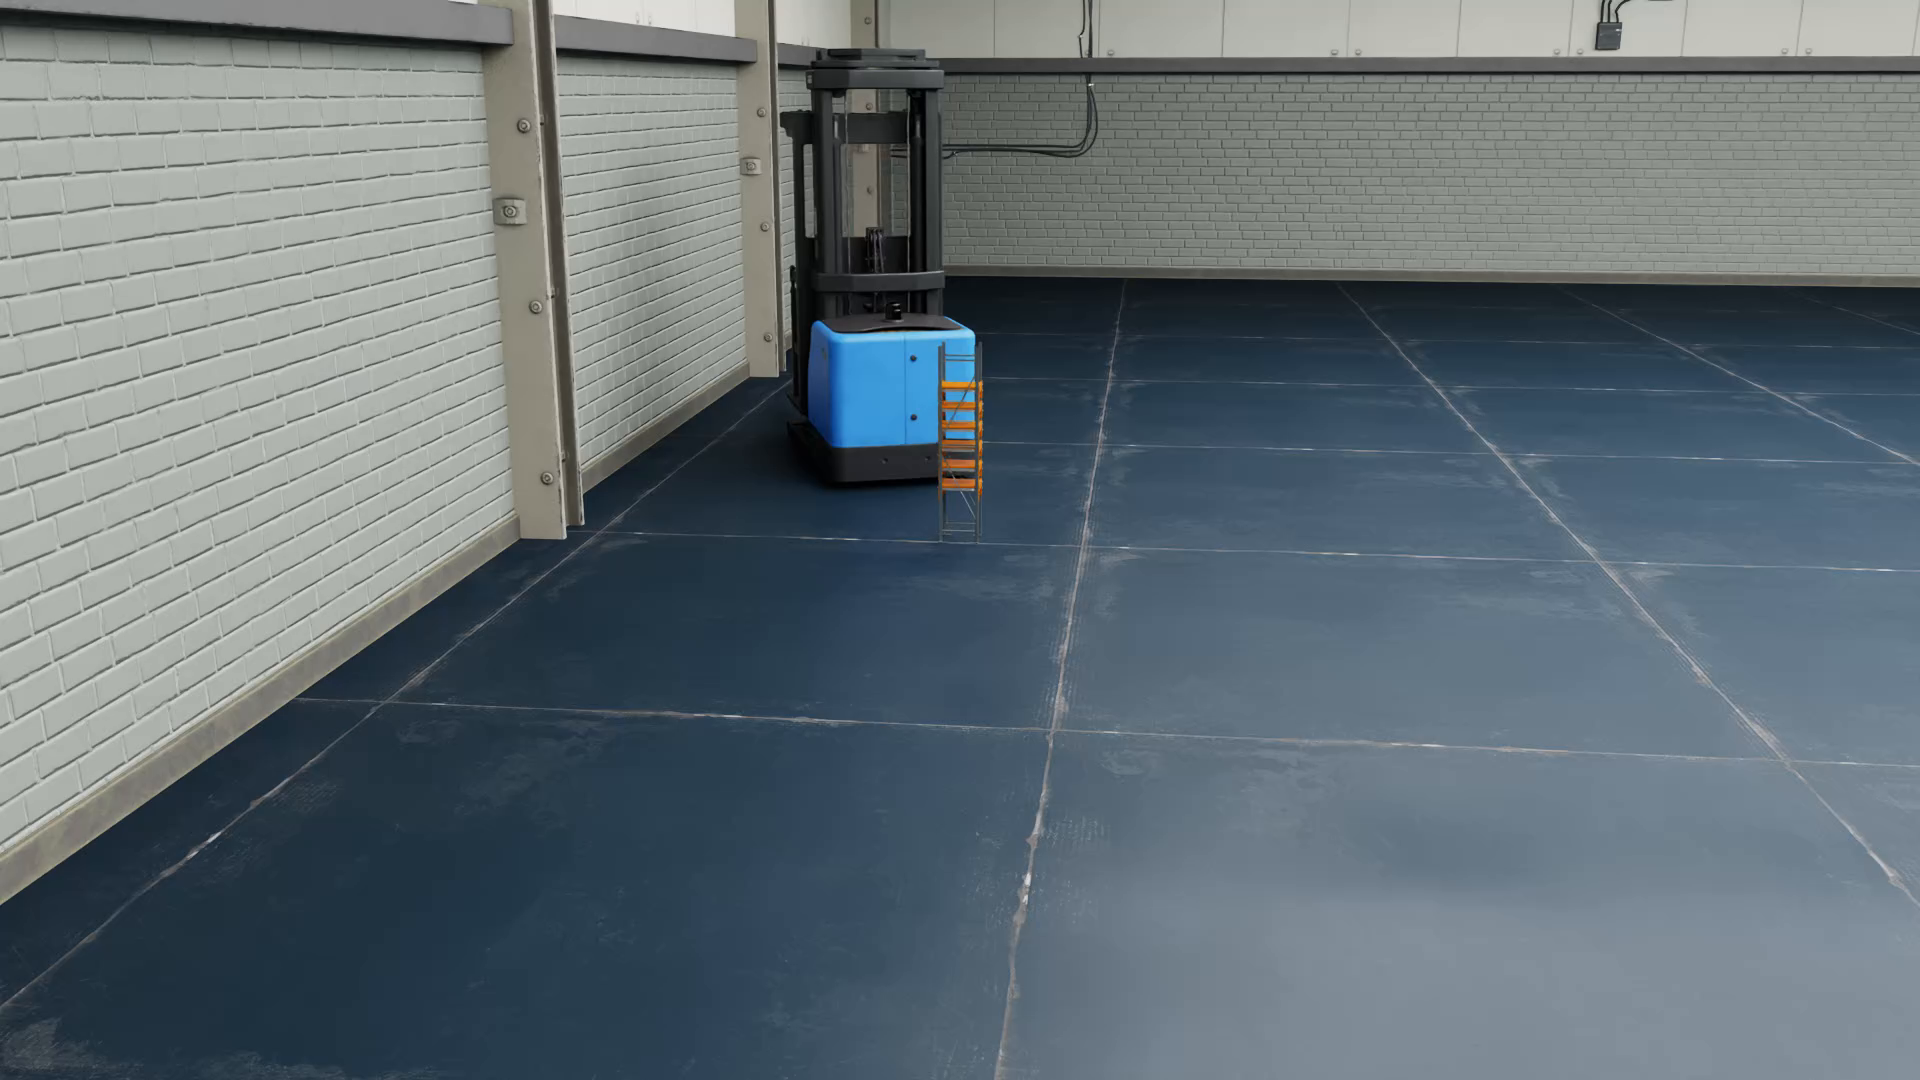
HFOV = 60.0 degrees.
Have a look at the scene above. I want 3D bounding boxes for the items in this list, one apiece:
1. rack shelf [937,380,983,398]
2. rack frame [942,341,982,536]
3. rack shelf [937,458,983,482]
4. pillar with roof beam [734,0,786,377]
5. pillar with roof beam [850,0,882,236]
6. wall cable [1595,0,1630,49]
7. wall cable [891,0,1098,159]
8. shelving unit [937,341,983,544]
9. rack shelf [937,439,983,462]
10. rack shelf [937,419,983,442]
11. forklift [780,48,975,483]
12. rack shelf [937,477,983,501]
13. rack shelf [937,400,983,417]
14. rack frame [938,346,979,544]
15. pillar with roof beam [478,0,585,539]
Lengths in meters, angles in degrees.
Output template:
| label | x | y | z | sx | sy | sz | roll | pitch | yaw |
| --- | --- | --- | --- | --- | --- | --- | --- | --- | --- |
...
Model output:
| label | x | y | z | sx | sy | sz | roll | pitch | yaw |
| --- | --- | --- | --- | --- | --- | --- | --- | --- | --- |
| rack shelf | 0.002 | -0.888 | 9.937 | 0.258 | 0.103 | 0.180 | 2 | 15 | 6 |
| rack frame | 0.012 | -0.607 | 10.107 | 0.240 | 1.200 | 0.006 | 2 | 15 | 6 |
| rack shelf | 0.002 | -0.424 | 10.062 | 0.258 | 0.103 | 0.180 | 2 | 15 | 6 |
| pillar with roof beam | 2.398 | -5.833 | 14.493 | 9.100 | 9.000 | 0.400 | 2 | 15 | 6 |
| pillar with roof beam | 3.075 | -7.389 | 20.248 | 9.100 | 9.000 | 0.400 | 2 | 15 | 6 |
| wall cable | 9.875 | -9.599 | 21.905 | 2.305 | 6.003 | 0.169 | 2 | 15 | 6 |
| wall cable | 0.444 | -6.742 | 23.804 | 3.097 | 2.526 | 0.112 | 2 | 15 | 6 |
| shelving unit | 0.002 | -0.583 | 10.019 | 0.258 | 1.200 | 0.189 | 2 | 15 | 6 |
| rack shelf | 0.002 | -0.540 | 10.031 | 0.258 | 0.103 | 0.180 | 2 | 15 | 6 |
| rack shelf | 0.002 | -0.656 | 10.000 | 0.258 | 0.103 | 0.180 | 2 | 15 | 6 |
| forklift | -0.729 | -2.149 | 12.495 | 1.130 | 2.935 | 3.031 | -4 | 16 | -13 |
| rack shelf | 0.002 | -0.308 | 10.094 | 0.258 | 0.103 | 0.180 | 2 | 15 | 6 |
| rack shelf | 0.002 | -0.772 | 9.968 | 0.258 | 0.103 | 0.180 | 2 | 15 | 6 |
| rack frame | -0.009 | -0.559 | 9.932 | 0.240 | 1.200 | 0.006 | 2 | 15 | 6 |
| pillar with roof beam | 1.721 | -4.277 | 8.738 | 9.100 | 9.000 | 0.400 | 2 | 15 | 6 |
